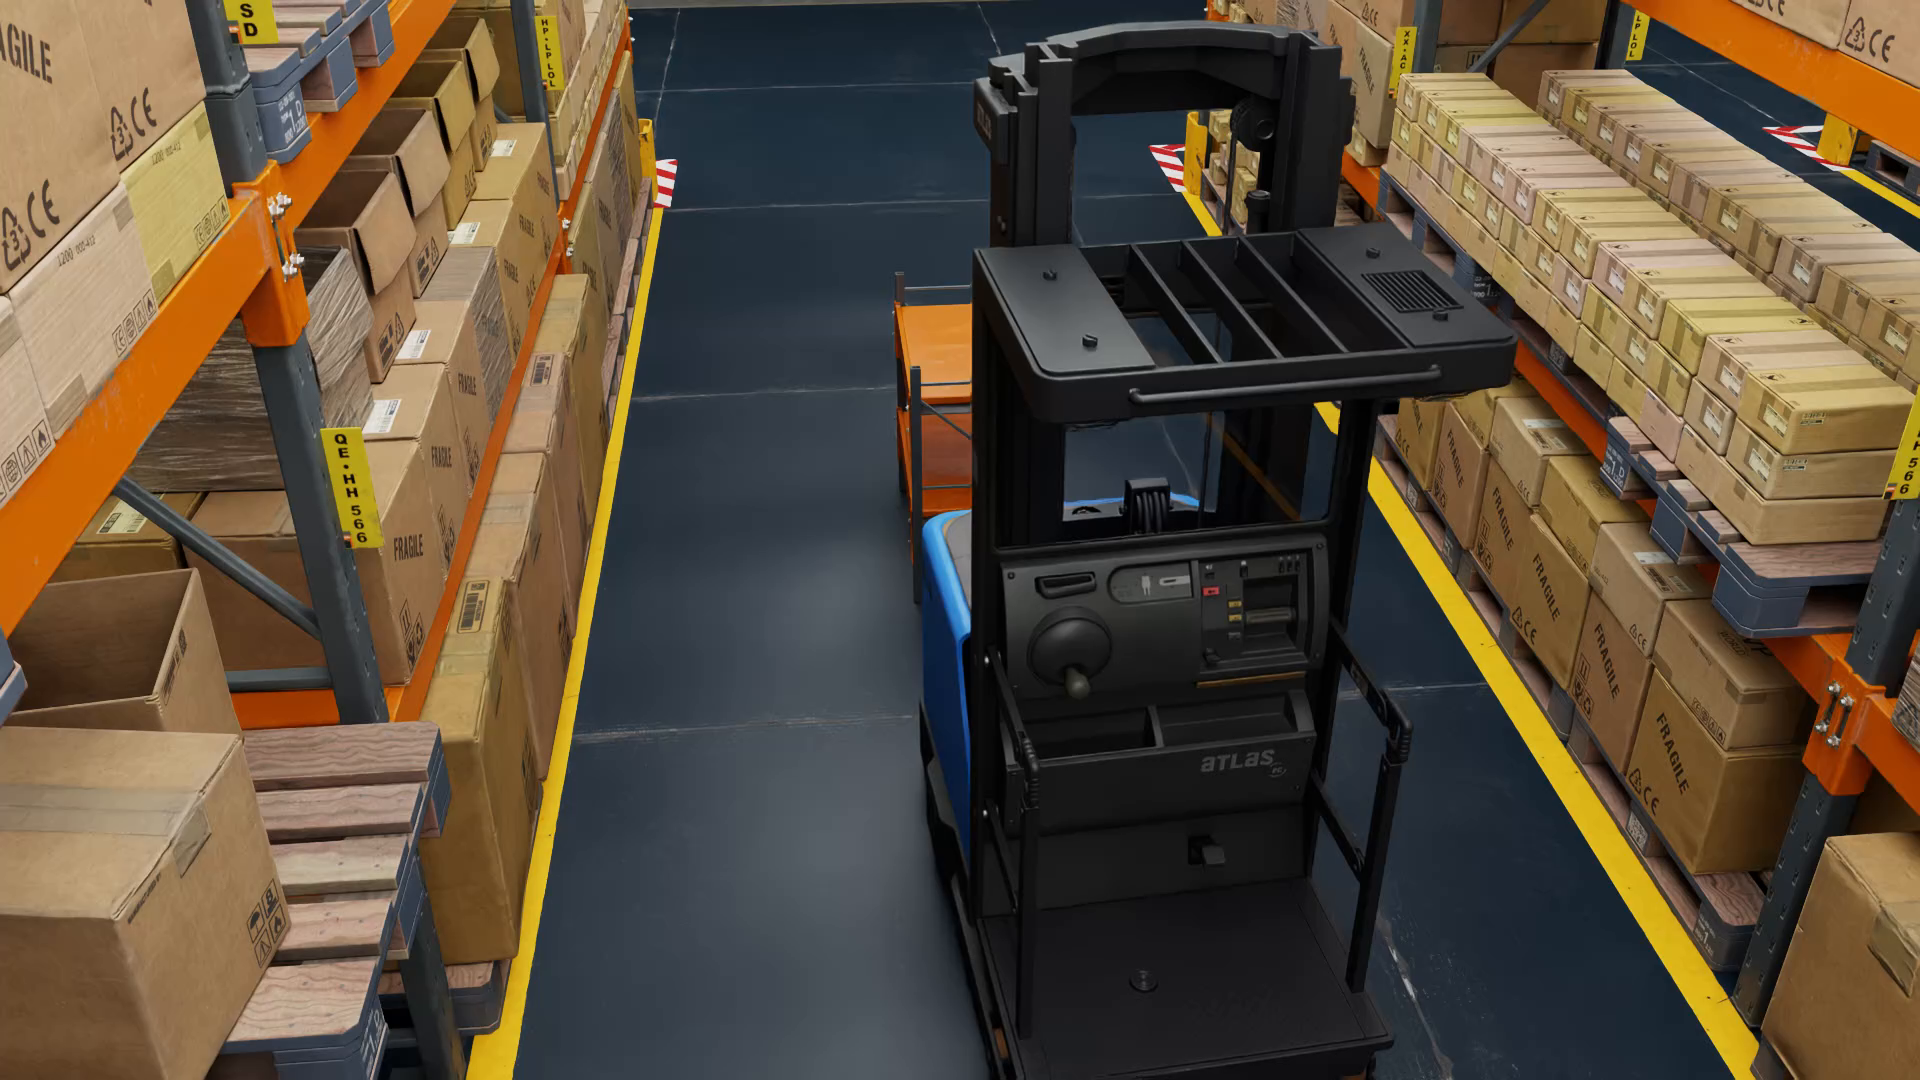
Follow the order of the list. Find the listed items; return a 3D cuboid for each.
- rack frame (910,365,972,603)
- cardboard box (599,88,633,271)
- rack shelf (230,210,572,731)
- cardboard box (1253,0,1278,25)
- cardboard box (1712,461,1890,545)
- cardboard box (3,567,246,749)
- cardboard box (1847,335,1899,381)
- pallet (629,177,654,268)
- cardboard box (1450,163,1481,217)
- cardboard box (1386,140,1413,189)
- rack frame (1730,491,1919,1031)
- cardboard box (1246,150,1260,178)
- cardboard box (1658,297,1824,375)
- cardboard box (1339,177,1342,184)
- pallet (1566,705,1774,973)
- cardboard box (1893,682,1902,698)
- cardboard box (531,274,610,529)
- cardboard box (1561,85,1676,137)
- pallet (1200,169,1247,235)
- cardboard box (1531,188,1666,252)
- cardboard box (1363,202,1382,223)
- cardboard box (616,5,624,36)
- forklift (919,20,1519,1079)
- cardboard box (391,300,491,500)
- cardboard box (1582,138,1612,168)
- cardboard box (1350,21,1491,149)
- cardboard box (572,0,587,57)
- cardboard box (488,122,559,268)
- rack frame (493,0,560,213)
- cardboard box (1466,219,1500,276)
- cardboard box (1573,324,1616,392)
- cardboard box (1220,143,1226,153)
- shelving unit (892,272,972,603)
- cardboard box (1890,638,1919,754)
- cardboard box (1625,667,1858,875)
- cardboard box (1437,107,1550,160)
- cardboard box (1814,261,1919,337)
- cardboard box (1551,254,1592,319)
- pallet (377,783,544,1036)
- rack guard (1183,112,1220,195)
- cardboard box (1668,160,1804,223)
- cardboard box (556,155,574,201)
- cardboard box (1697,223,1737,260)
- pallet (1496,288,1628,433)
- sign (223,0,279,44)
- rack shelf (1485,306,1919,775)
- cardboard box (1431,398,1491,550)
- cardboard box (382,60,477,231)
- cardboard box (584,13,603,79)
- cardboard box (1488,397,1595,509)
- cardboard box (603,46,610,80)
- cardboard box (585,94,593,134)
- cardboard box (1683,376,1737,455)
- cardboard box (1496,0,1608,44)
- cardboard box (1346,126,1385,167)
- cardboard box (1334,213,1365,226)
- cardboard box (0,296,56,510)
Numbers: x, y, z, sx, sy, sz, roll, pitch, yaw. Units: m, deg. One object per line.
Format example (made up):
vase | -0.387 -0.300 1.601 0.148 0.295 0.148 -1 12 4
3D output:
rack frame | 0.047 -0.227 7.033 0.500 1.125 0.032 -3 31 -5
cardboard box | -2.516 -2.193 10.158 0.875 0.875 0.875 -3 31 -5
rack shelf | -2.180 -0.340 6.095 1.077 0.370 4.000 -3 31 -5
cardboard box | 2.082 -3.303 9.968 0.500 0.500 0.500 -2 31 -4
cardboard box | 2.451 -0.116 4.854 0.380 0.149 0.250 -2 31 -4
cardboard box | -1.903 0.423 3.610 0.500 0.500 0.500 -6 31 -11
cardboard box | 3.053 -0.545 5.282 0.380 0.149 0.250 -4 31 -6
pallet | -2.588 -2.110 11.077 1.003 0.211 1.213 -3 31 -5
cardboard box | 2.235 -1.436 6.774 0.380 0.149 0.250 -4 31 -7
cardboard box | 2.159 -1.705 7.515 0.380 0.149 0.250 -4 31 -7
rack frame | 2.954 0.186 4.513 1.000 3.000 0.127 -3 31 -5
cardboard box | 2.065 -2.434 10.689 0.380 0.149 0.250 -4 31 -7
cardboard box | 2.406 -0.632 5.138 0.380 0.149 0.250 -2 31 -3
cardboard box | 2.513 -2.319 10.788 0.380 0.149 0.250 -3 31 -5
pallet | 2.883 0.985 5.896 1.003 0.211 1.213 -3 31 -5
cardboard box | 3.131 0.394 5.463 0.500 0.250 0.500 -4 31 -7
cardboard box | -2.288 -0.612 7.512 1.225 0.875 0.875 -3 31 -4
cardboard box | 2.838 -1.851 7.179 0.380 0.149 0.250 -4 31 -6
pallet | 2.255 -2.246 11.304 1.003 0.211 1.213 -3 31 -5
cardboard box | 2.310 -1.163 6.027 0.380 0.149 0.250 -2 31 -3
cardboard box | 2.618 -1.925 9.837 0.380 0.149 0.250 -4 31 -7
cardboard box | -2.354 -3.305 10.604 0.380 0.149 0.250 -2 31 -4
forklift | 0.618 0.267 4.445 1.130 2.935 3.031 -5 31 -9
cardboard box | -1.870 -0.456 5.491 0.500 0.500 0.500 -3 31 -5
cardboard box | 2.860 -1.601 7.051 0.380 0.149 0.250 -1 31 -2
cardboard box | 2.254 -2.260 8.221 0.500 0.500 0.500 -3 31 -5
cardboard box | -2.249 -2.829 8.686 0.500 0.500 0.500 -4 31 -6
cardboard box | -2.052 -1.487 7.217 0.500 0.500 0.500 -3 31 -4
rack frame | -2.367 -1.670 7.620 1.000 3.000 0.127 -3 31 -5
cardboard box | 2.257 -1.178 6.632 0.380 0.149 0.250 -4 31 -7
cardboard box | 2.358 -0.639 5.730 0.380 0.149 0.250 -4 31 -7
cardboard box | 2.000 -2.702 11.429 0.380 0.149 0.250 -2 31 -3
shelving unit | -0.001 -0.486 7.467 0.538 1.125 1.048 -3 31 -5
cardboard box | 2.727 0.386 4.082 0.500 0.500 0.500 -2 31 -4
cardboard box | 2.632 0.756 5.588 0.500 0.500 0.500 -3 31 -5
cardboard box | 2.213 -1.687 6.905 0.380 0.149 0.250 -2 31 -4
cardboard box | 3.033 -0.784 5.393 0.380 0.149 0.250 -4 31 -7
cardboard box | 2.332 -0.903 5.881 0.380 0.149 0.250 -2 31 -3
pallet | -1.992 1.164 5.596 1.003 0.211 1.213 -3 31 -5
rack guard | 2.214 -2.786 11.927 1.175 0.500 0.348 -3 31 -5
cardboard box | 2.933 -1.323 6.294 0.380 0.149 0.250 -4 31 -7
cardboard box | -2.064 -1.729 7.964 0.380 0.149 0.250 -3 31 -4
cardboard box | 2.958 -1.065 6.153 0.380 0.149 0.250 -2 31 -3
pallet | 2.728 -0.740 6.251 1.003 0.211 1.213 -3 31 -5
sign | -1.453 -1.162 3.341 0.100 0.325 0.005 -3 31 -5
rack shelf | 2.767 -0.526 6.407 1.077 0.370 4.000 -3 31 -5
cardboard box | 2.437 -0.303 7.360 0.500 0.500 0.500 -1 31 -2
cardboard box | -2.247 -1.467 6.205 0.797 0.503 0.637 -2 31 -4
cardboard box | -2.284 -2.756 9.295 0.500 0.250 0.500 -3 31 -4
cardboard box | 2.482 -0.363 6.729 0.500 0.250 0.500 -2 31 -3
cardboard box | -2.258 -2.784 9.731 0.380 0.149 0.250 -3 31 -4
cardboard box | -2.164 -2.262 8.857 0.380 0.149 0.250 -3 31 -5
cardboard box | 2.428 -0.380 5.007 0.380 0.149 0.250 -2 31 -3
cardboard box | 2.781 -2.698 7.979 0.500 0.500 0.500 -2 31 -3
cardboard box | 2.188 -2.009 8.433 0.380 0.149 0.250 -4 31 -6
cardboard box | 2.131 -1.762 9.565 0.380 0.149 0.250 -4 31 -7
cardboard box | -1.601 -0.111 2.231 0.500 0.250 0.500 -2 31 -3
